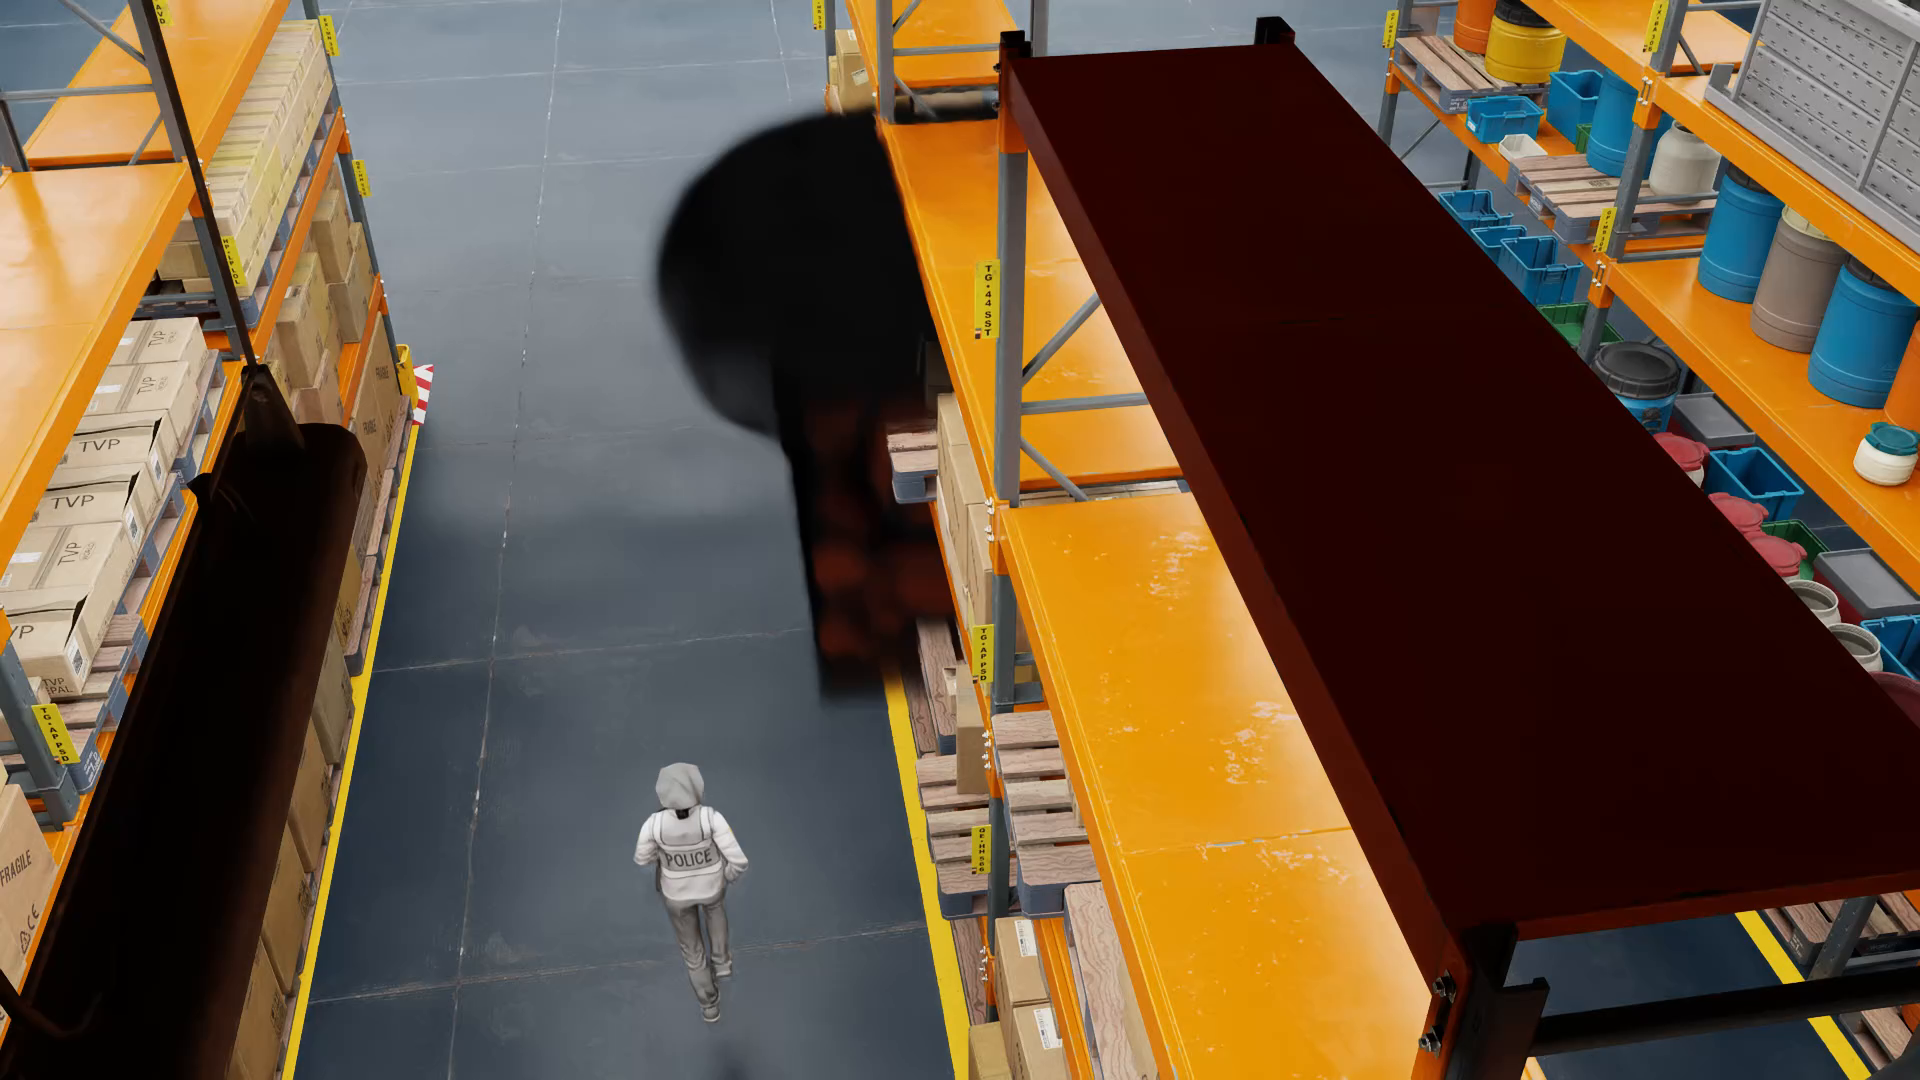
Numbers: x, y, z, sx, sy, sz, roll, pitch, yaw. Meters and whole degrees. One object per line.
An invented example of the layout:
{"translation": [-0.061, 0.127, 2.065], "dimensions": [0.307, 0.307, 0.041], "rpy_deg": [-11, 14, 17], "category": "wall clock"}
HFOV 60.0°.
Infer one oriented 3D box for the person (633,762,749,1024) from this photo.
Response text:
{"translation": [-1.446, 1.868, 9.017], "dimensions": [0.582, 1.726, 0.636], "rpy_deg": [-9, 37, -12], "category": "person"}
